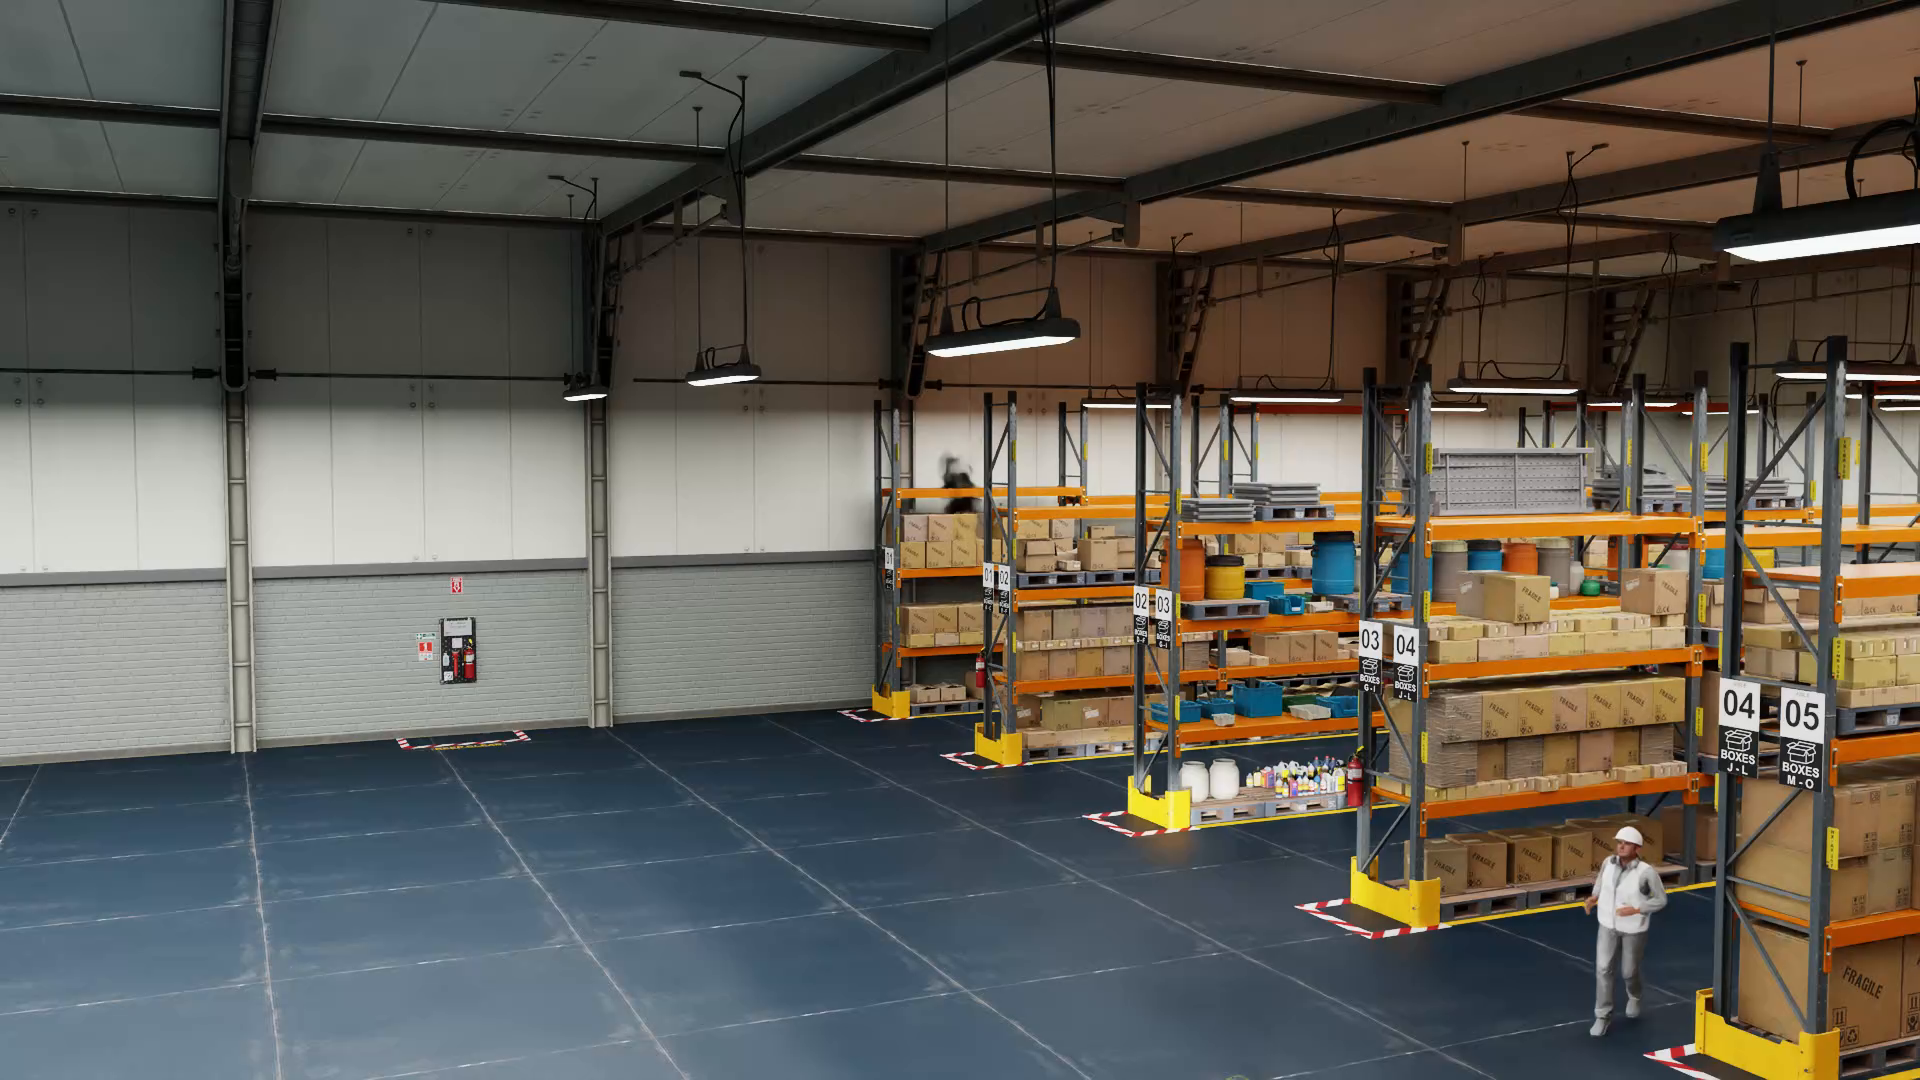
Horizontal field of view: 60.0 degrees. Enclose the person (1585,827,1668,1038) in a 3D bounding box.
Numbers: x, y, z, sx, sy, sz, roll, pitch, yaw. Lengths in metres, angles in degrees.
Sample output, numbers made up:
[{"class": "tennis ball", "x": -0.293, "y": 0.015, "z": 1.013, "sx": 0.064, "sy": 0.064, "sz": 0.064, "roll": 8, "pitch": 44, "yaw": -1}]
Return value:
[{"class": "person", "x": 5.869, "y": 3.431, "z": 14.656, "sx": 0.840, "sy": 1.819, "sz": 0.693, "roll": -3, "pitch": 5, "yaw": -43}]
